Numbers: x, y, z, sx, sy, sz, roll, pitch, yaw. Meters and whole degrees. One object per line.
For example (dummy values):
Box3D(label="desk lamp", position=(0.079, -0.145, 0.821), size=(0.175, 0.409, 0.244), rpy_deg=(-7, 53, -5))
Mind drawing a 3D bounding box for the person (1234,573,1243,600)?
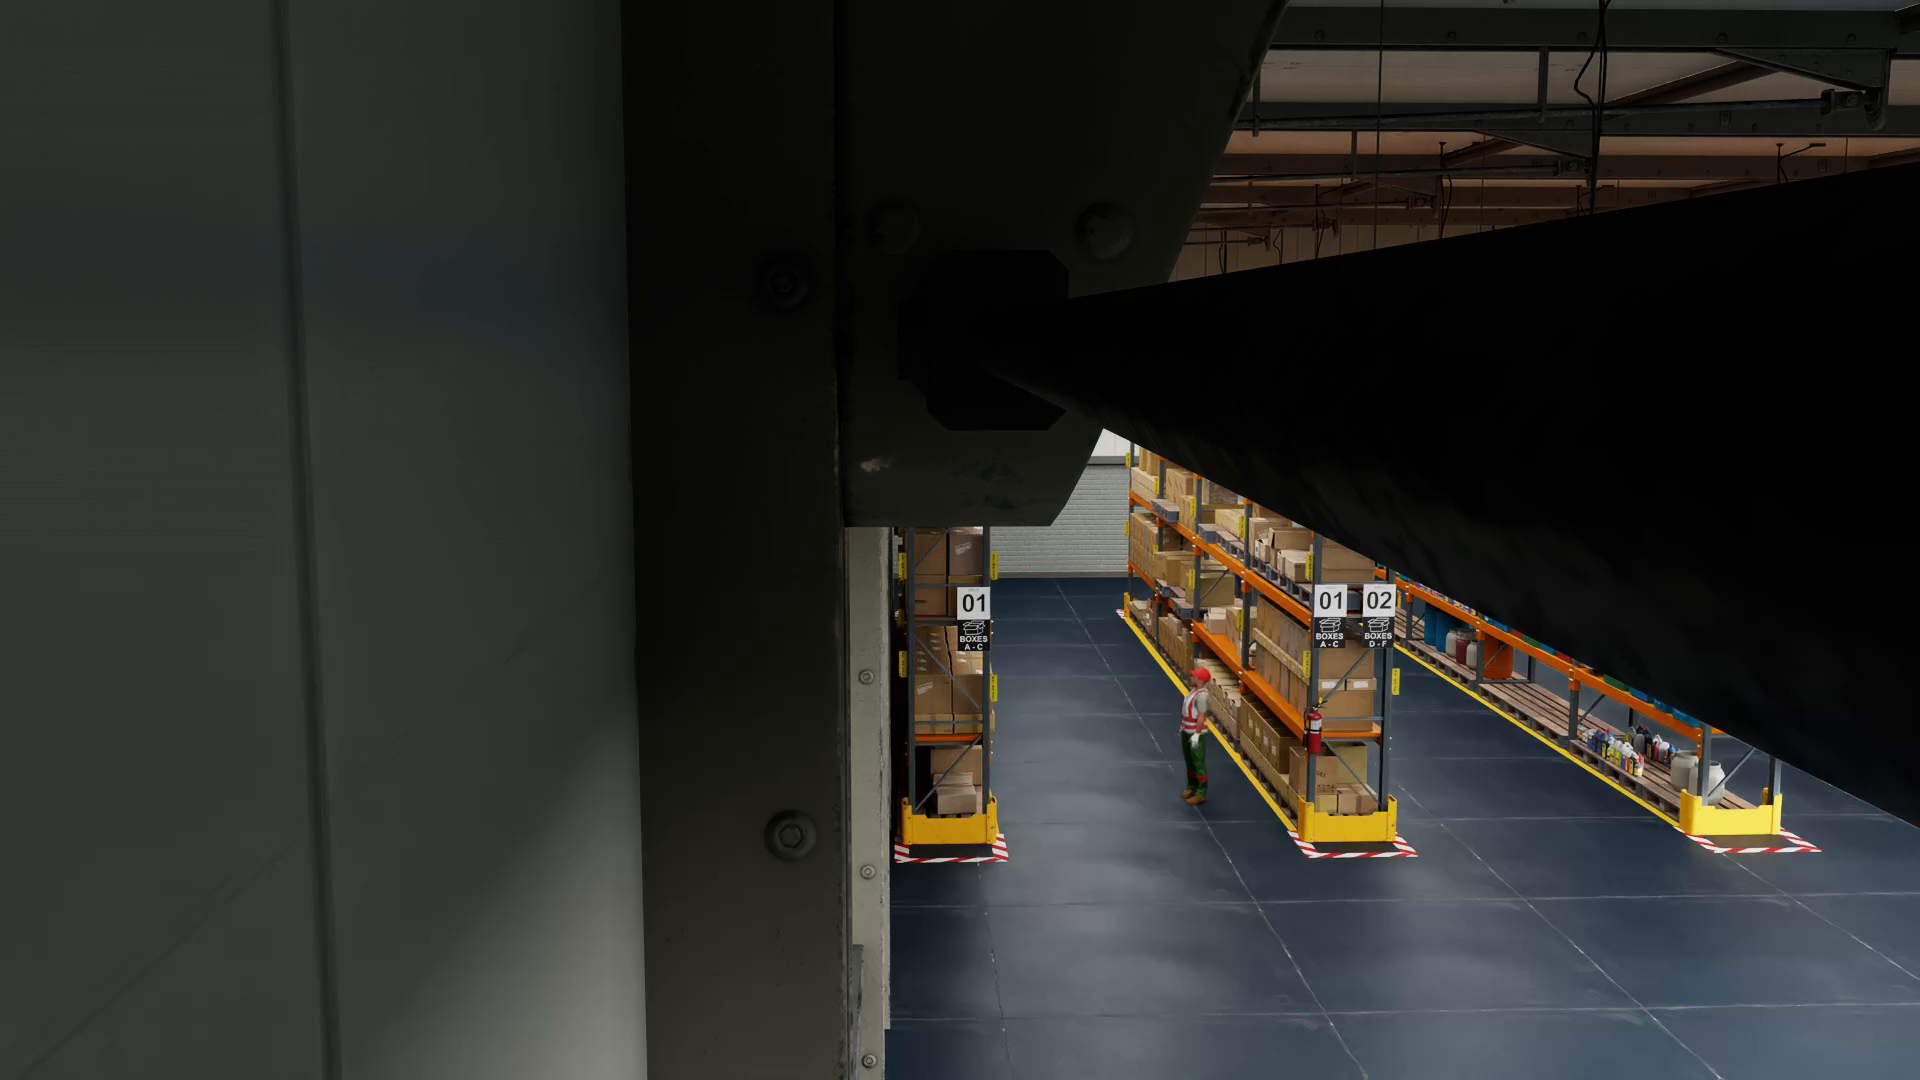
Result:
Box3D(label="person", position=(5.888, 1.069, 34.675), size=(0.357, 1.671, 0.534), rpy_deg=(-1, 7, -6))

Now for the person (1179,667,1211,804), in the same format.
Box3D(label="person", position=(3.141, 2.592, 22.342), size=(0.450, 1.785, 0.586), rpy_deg=(-3, 8, -19))
